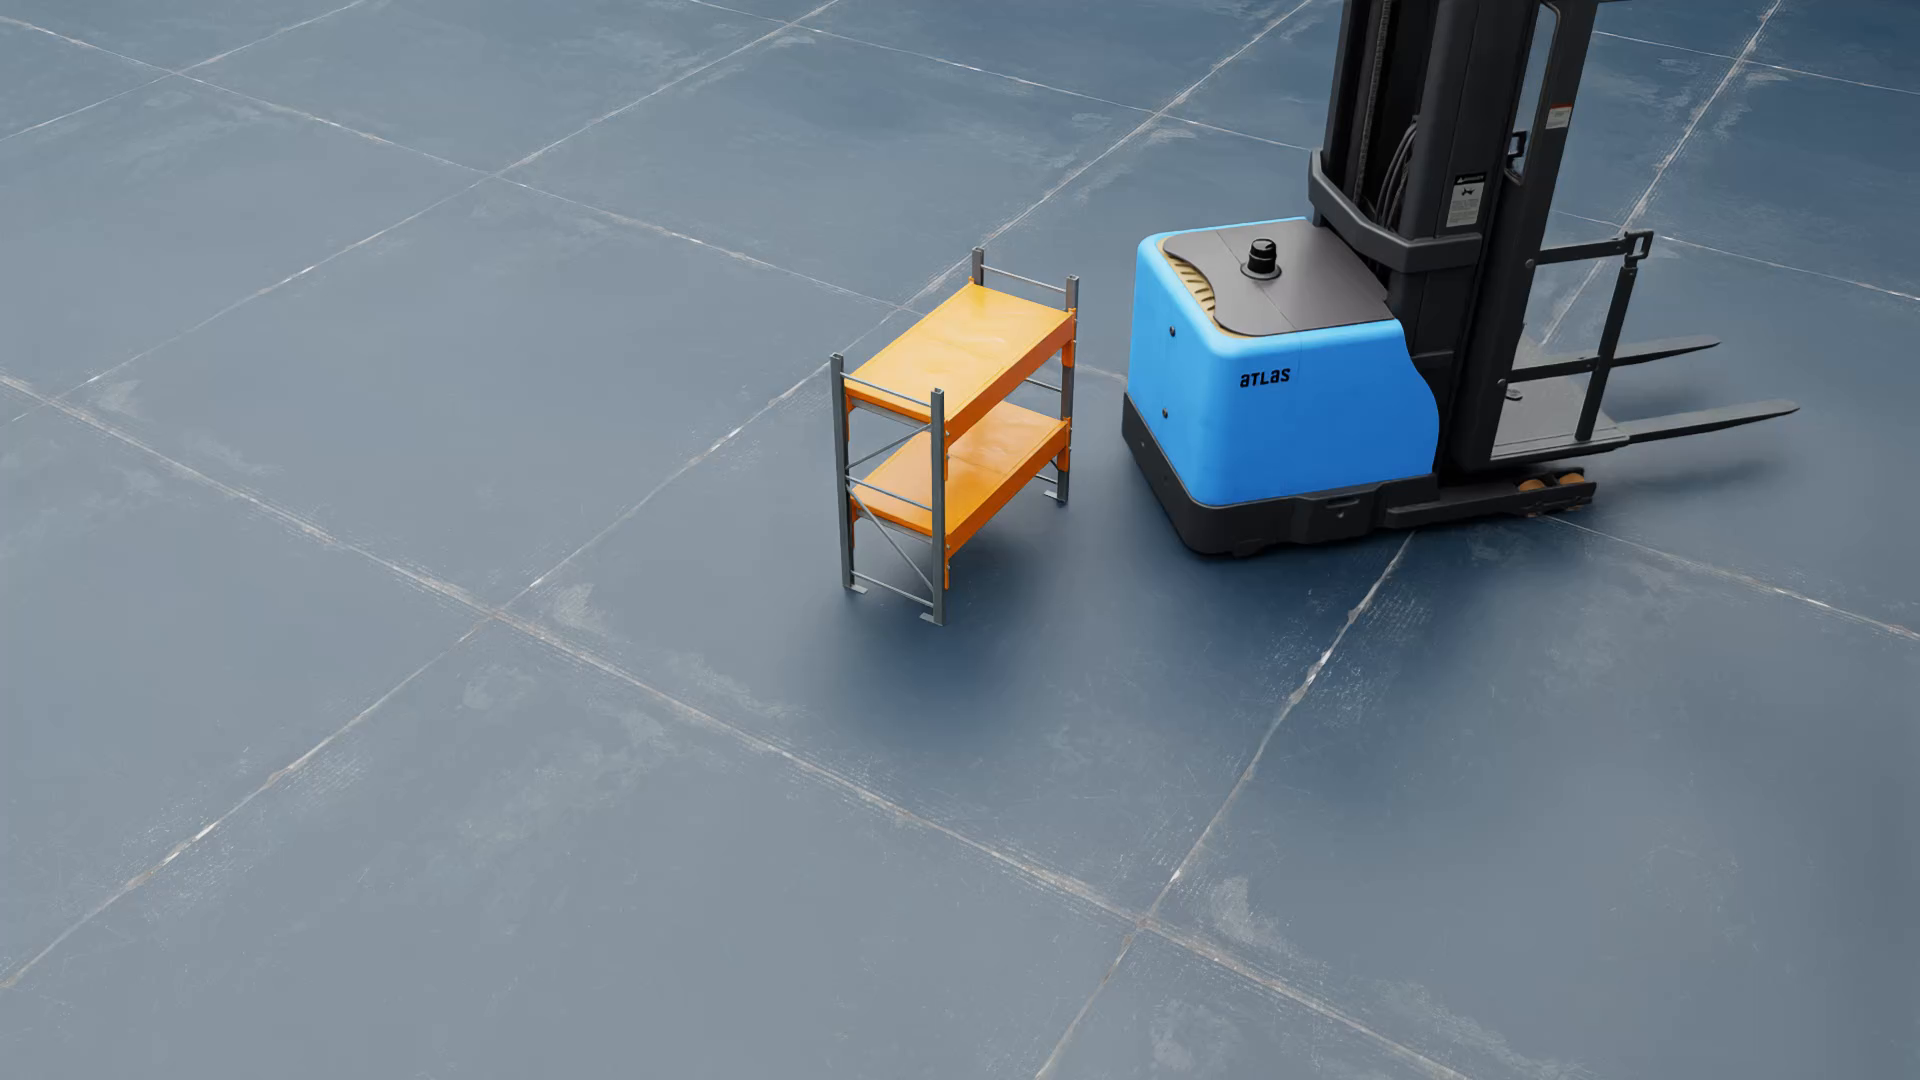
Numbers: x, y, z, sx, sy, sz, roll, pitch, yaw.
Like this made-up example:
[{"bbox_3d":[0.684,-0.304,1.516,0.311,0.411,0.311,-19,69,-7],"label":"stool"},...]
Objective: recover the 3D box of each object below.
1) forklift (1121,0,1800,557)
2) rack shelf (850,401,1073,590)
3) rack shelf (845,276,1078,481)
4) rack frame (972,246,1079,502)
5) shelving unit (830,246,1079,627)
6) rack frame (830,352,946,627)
[{"bbox_3d":[2.329,-1.567,6.882,3.031,2.935,1.130,-9,38,-11],"label":"forklift"},{"bbox_3d":[-0.004,-0.248,7.051,0.538,0.278,1.000,21,42,25],"label":"rack shelf"},{"bbox_3d":[-0.004,-0.674,6.723,0.538,0.278,1.000,21,42,25],"label":"rack shelf"},{"bbox_3d":[0.269,-0.704,7.242,0.500,1.125,0.032,21,42,25],"label":"rack frame"},{"bbox_3d":[-0.004,-0.442,6.902,0.538,1.125,1.048,21,42,25],"label":"shelving unit"},{"bbox_3d":[-0.276,-0.180,6.562,0.500,1.125,0.032,21,42,25],"label":"rack frame"}]
